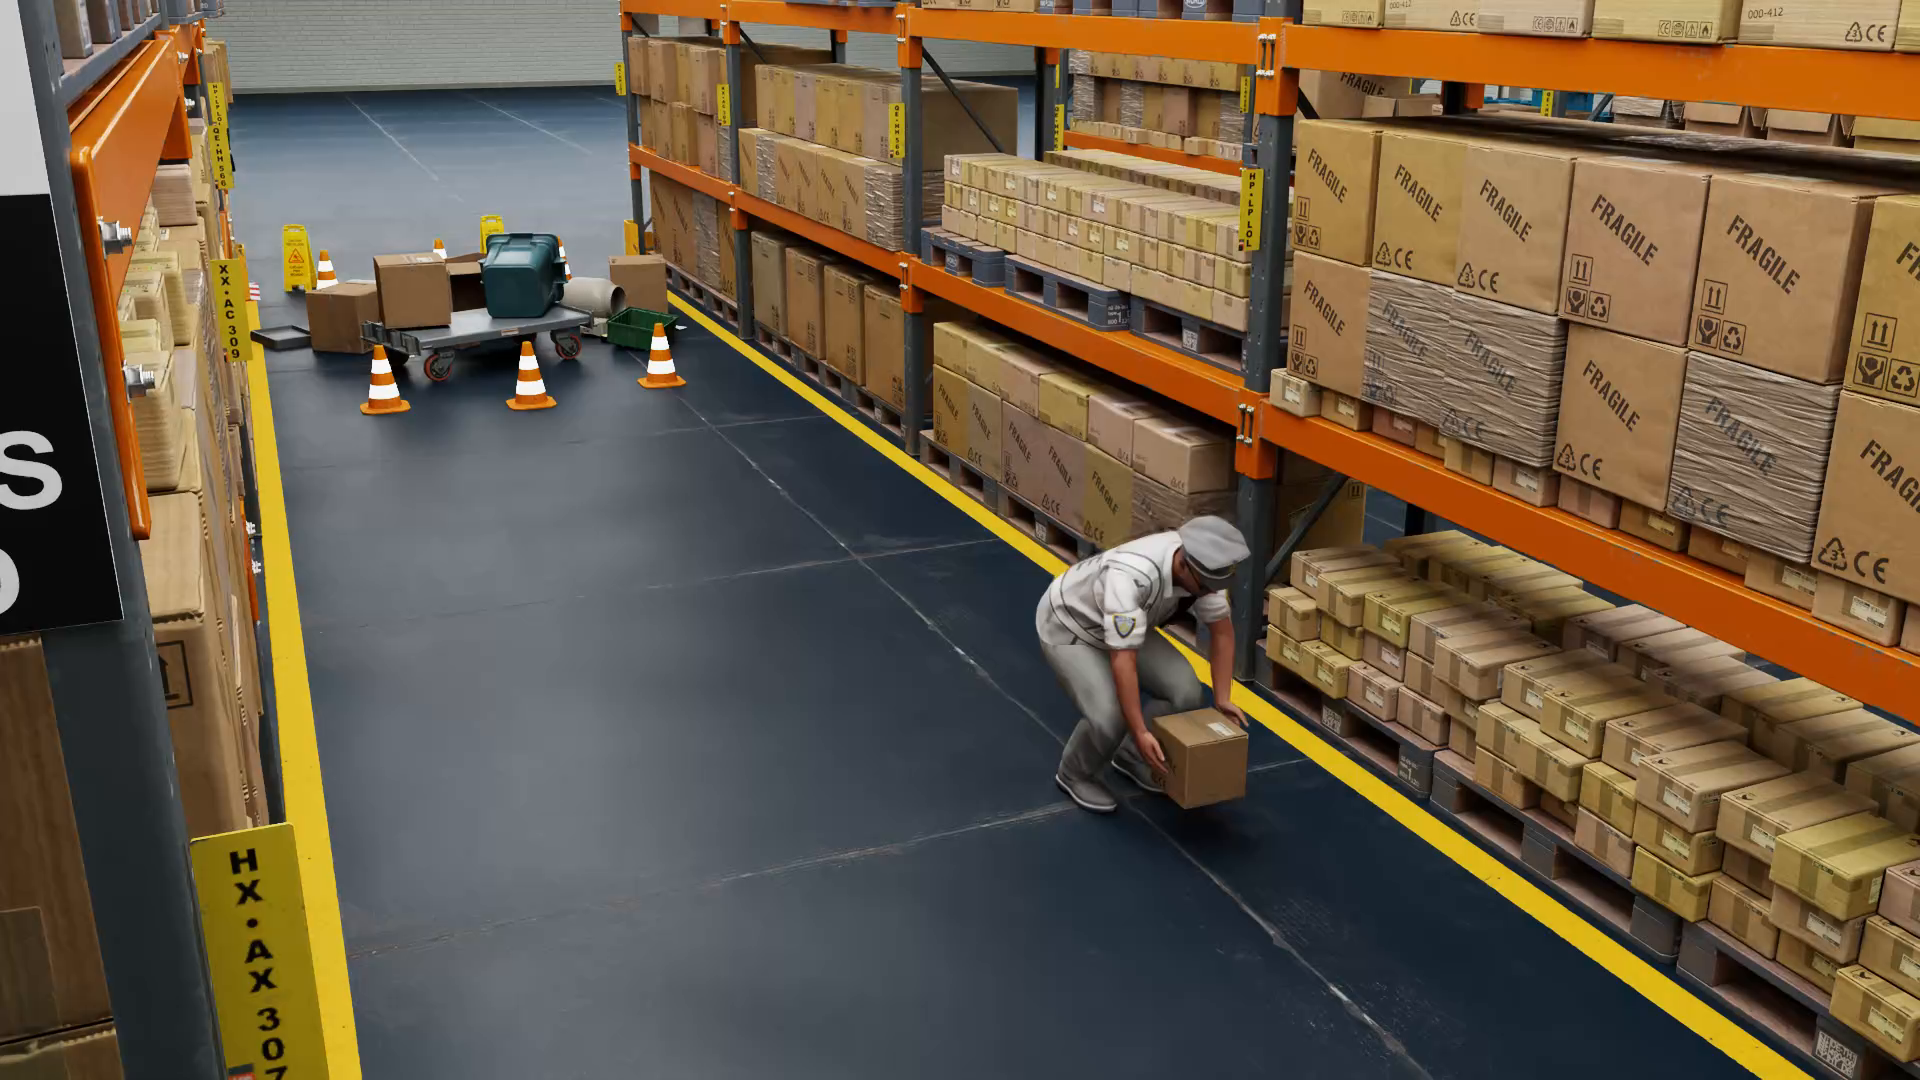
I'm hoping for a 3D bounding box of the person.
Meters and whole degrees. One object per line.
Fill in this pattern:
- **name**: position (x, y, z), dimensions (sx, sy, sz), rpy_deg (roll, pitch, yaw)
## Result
- **person**: position (0.686, 0.422, 6.192), dimensions (0.577, 1.190, 0.898), rpy_deg (-11, 22, -30)
